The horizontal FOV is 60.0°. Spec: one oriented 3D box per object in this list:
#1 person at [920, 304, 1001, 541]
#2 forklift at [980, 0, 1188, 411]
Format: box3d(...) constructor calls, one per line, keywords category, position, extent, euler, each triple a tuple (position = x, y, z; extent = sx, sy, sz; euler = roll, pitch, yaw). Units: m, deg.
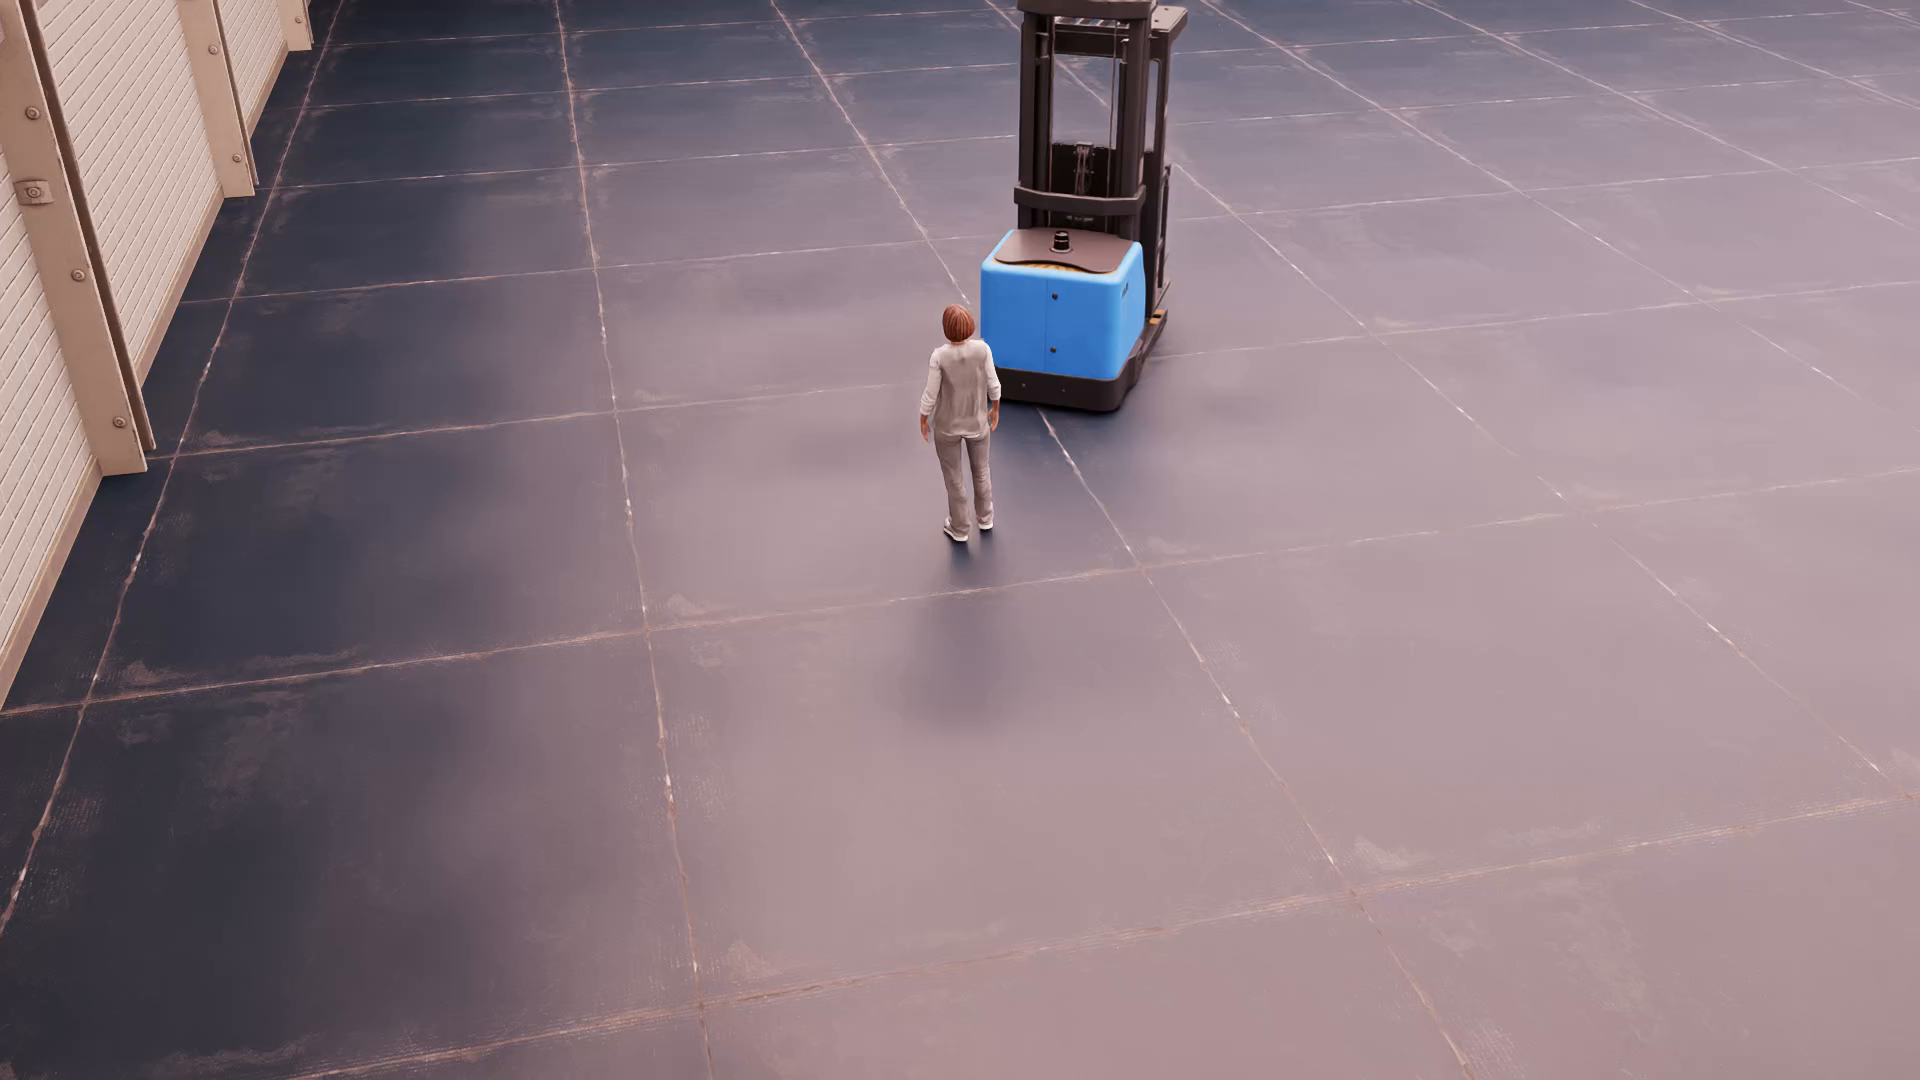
box3d(category="person", position=(-0.004, -0.735, 10.162), extent=(0.521, 1.599, 0.473), euler=(-7, 31, -12))
box3d(category="forklift", position=(1.048, -2.922, 12.622), extent=(1.130, 2.935, 3.031), euler=(9, 31, 15))
